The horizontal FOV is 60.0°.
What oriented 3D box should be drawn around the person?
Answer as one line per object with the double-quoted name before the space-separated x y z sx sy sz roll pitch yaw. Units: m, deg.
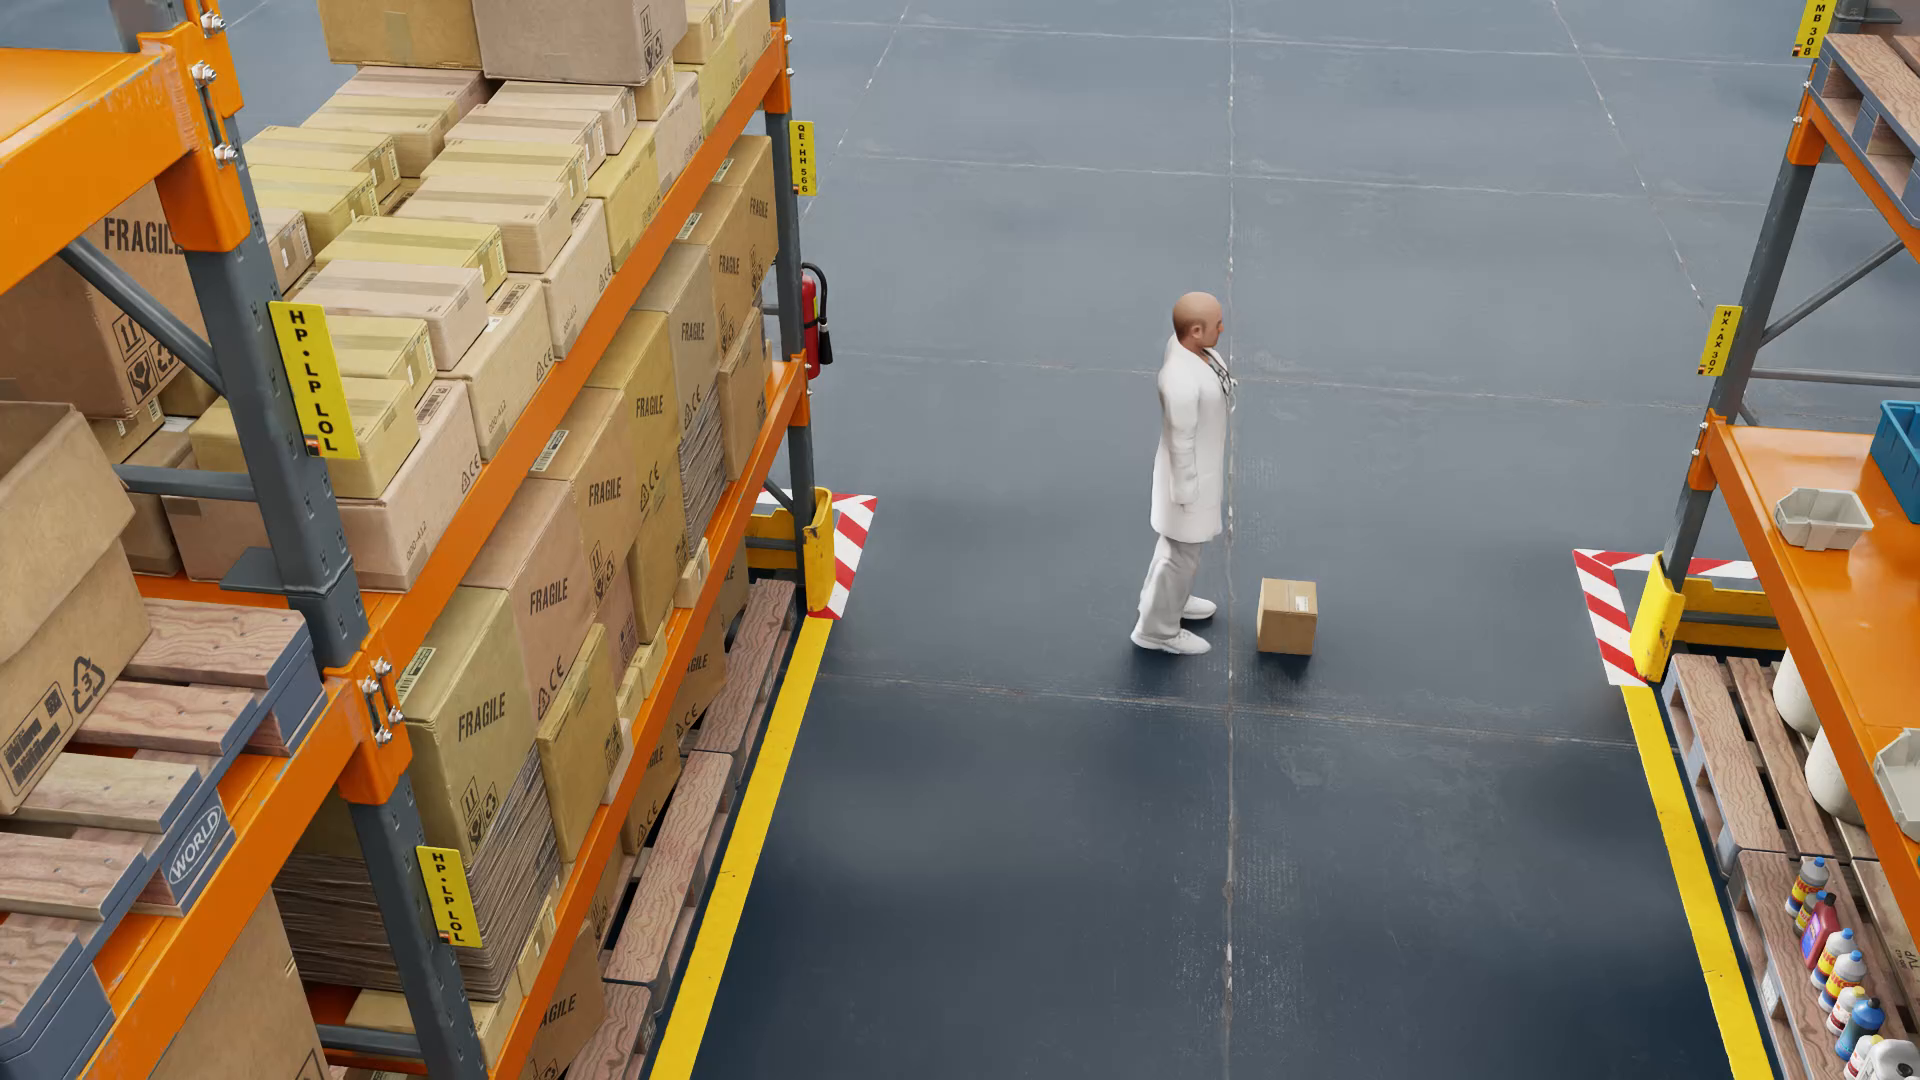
"person" 1.030 -0.301 7.496 0.391 1.796 0.563 5 36 7
